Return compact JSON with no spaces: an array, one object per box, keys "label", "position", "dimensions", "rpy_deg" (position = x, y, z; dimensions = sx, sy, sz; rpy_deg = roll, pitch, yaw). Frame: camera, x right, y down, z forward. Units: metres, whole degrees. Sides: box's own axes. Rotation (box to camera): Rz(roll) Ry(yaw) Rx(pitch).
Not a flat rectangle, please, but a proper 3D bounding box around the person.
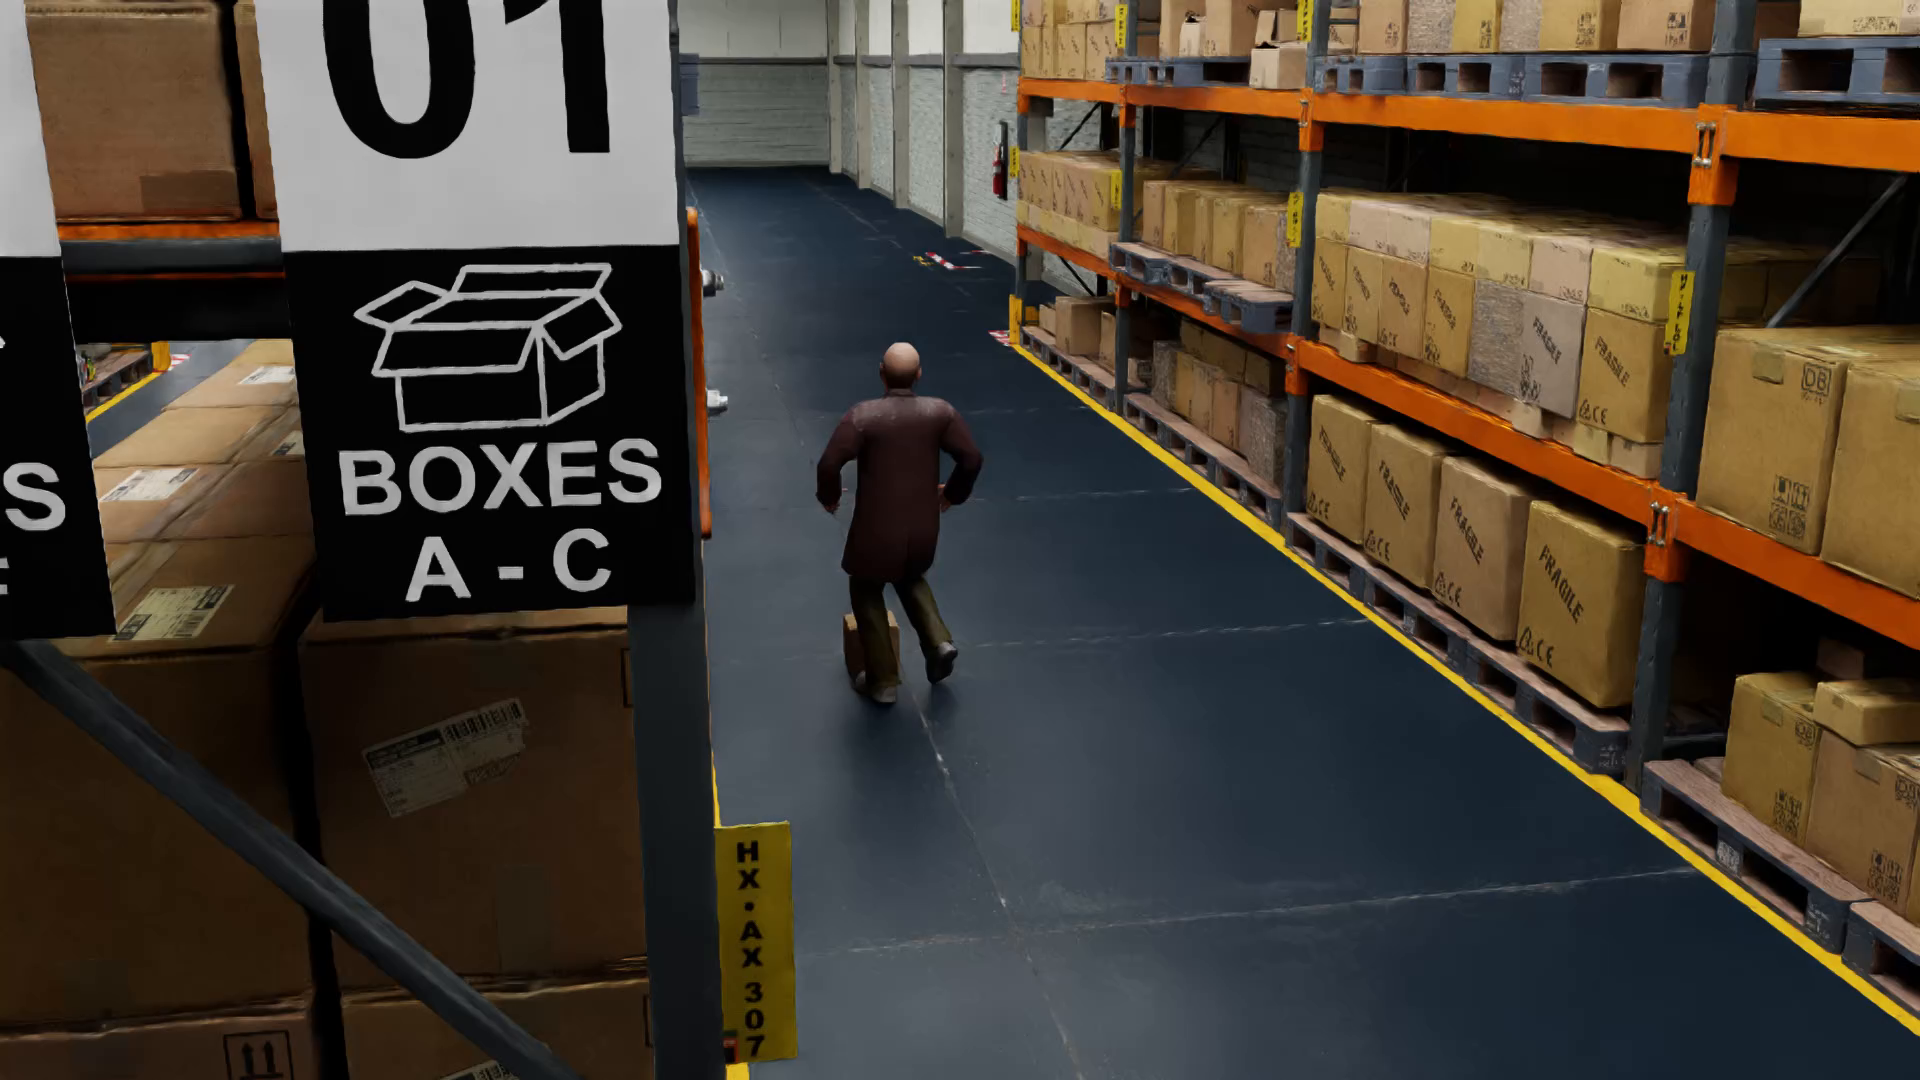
[{"label":"person","position":[-0.327,-0.081,7.903],"dimensions":[0.788,1.749,0.519],"rpy_deg":[-8,18,-25]}]
